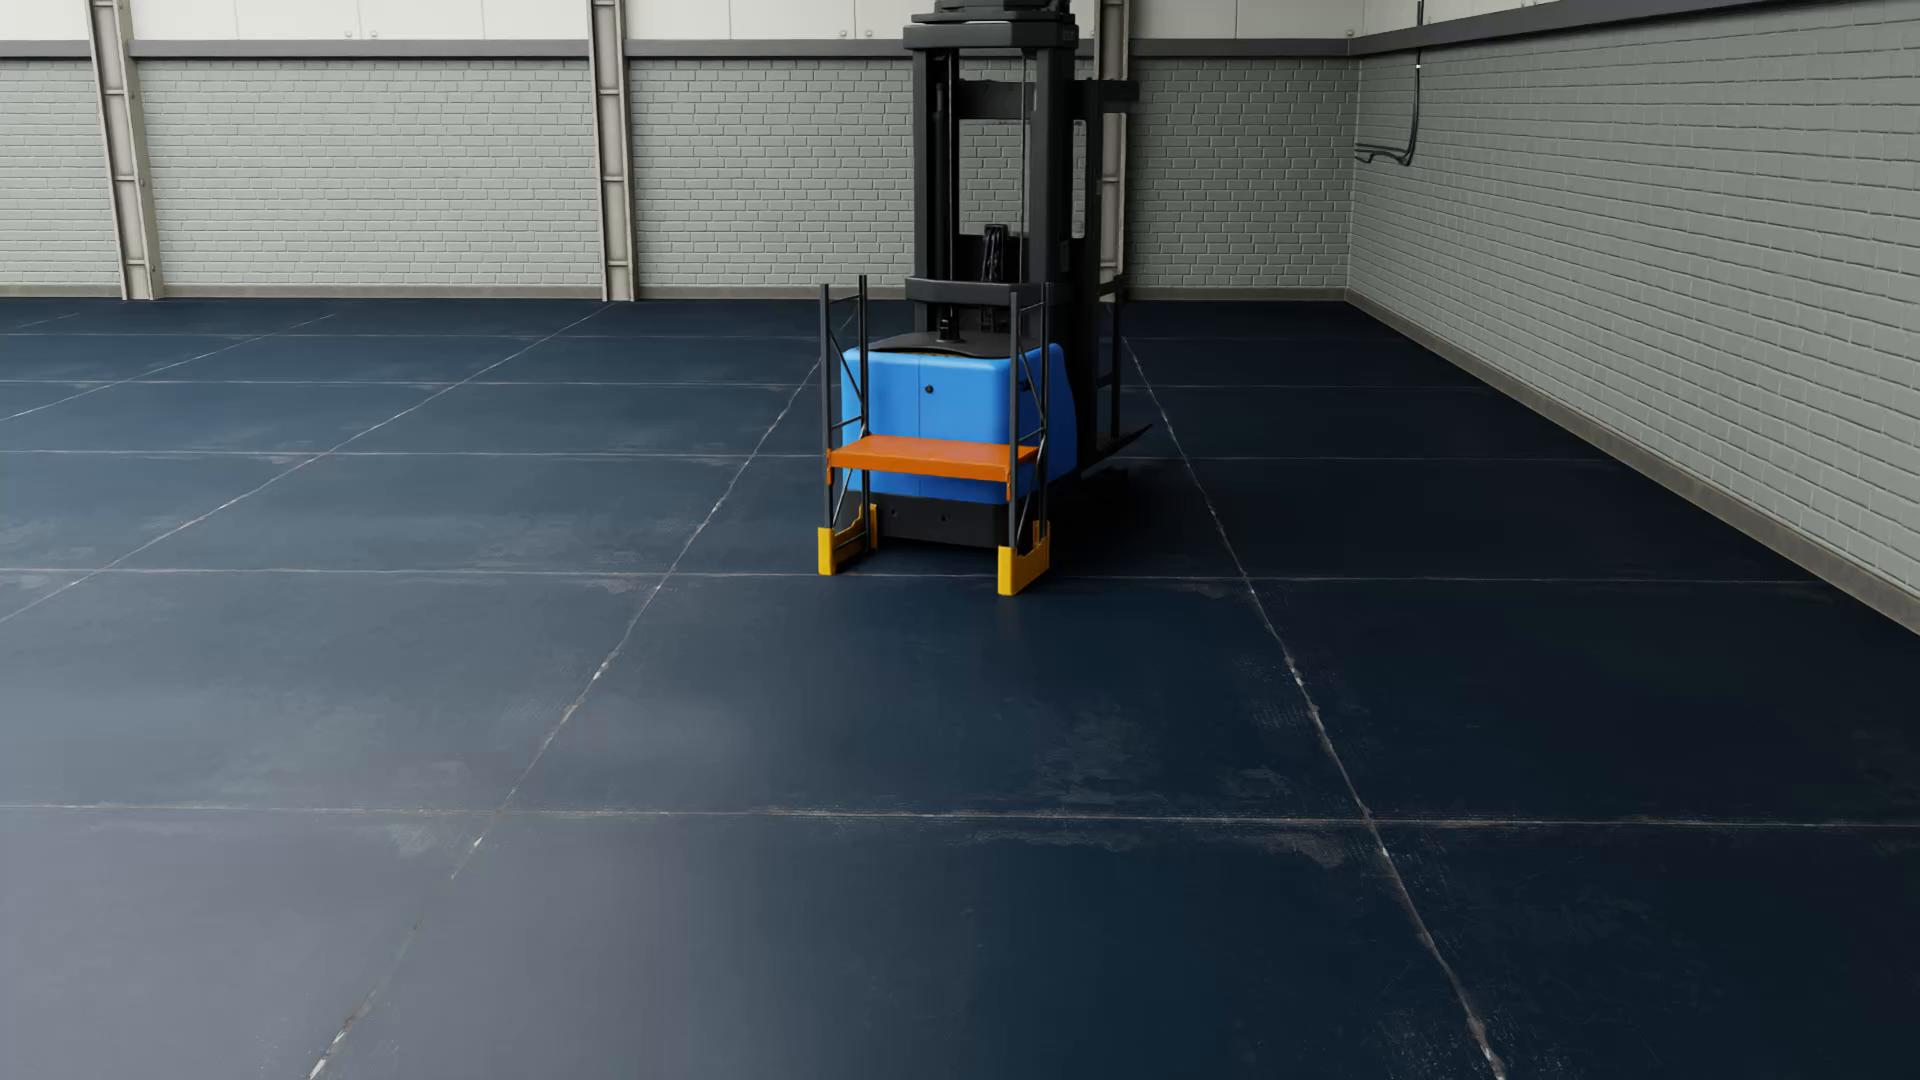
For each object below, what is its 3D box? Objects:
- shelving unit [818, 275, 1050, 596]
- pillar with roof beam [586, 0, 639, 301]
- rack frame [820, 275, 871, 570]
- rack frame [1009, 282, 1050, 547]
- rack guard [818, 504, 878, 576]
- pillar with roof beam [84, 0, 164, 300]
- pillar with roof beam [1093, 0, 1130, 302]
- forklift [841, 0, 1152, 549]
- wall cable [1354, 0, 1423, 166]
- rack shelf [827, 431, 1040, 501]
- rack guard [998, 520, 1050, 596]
[{"bbox_3d":[-0.131,-0.564,8.537,1.083,1.500,0.587,6,16,21],"label":"shelving unit"},{"bbox_3d":[-4.317,-6.237,15.341,0.400,9.000,9.100,0,15,1],"label":"pillar with roof beam"},{"bbox_3d":[-0.595,-0.611,8.716,0.032,1.500,0.500,6,16,21],"label":"rack frame"},{"bbox_3d":[0.349,-0.515,8.351,0.032,1.500,0.500,6,16,21],"label":"rack frame"},{"bbox_3d":[-0.594,-0.007,8.875,0.087,0.250,0.587,6,16,21],"label":"rack guard"},{"bbox_3d":[-10.315,-6.276,15.490,0.400,9.000,9.100,0,15,1],"label":"pillar with roof beam"},{"bbox_3d":[1.681,-6.198,15.193,0.400,9.000,9.100,0,15,1],"label":"pillar with roof beam"},{"bbox_3d":[0.404,-1.698,10.032,1.130,2.935,3.031,7,16,24],"label":"forklift"},{"bbox_3d":[4.702,-5.438,18.400,0.112,2.526,3.097,0,15,1],"label":"wall cable"},{"bbox_3d":[-0.123,-0.389,8.580,1.000,0.185,0.538,6,16,21],"label":"rack shelf"},{"bbox_3d":[0.331,0.088,8.518,0.087,0.250,0.587,6,16,21],"label":"rack guard"}]
